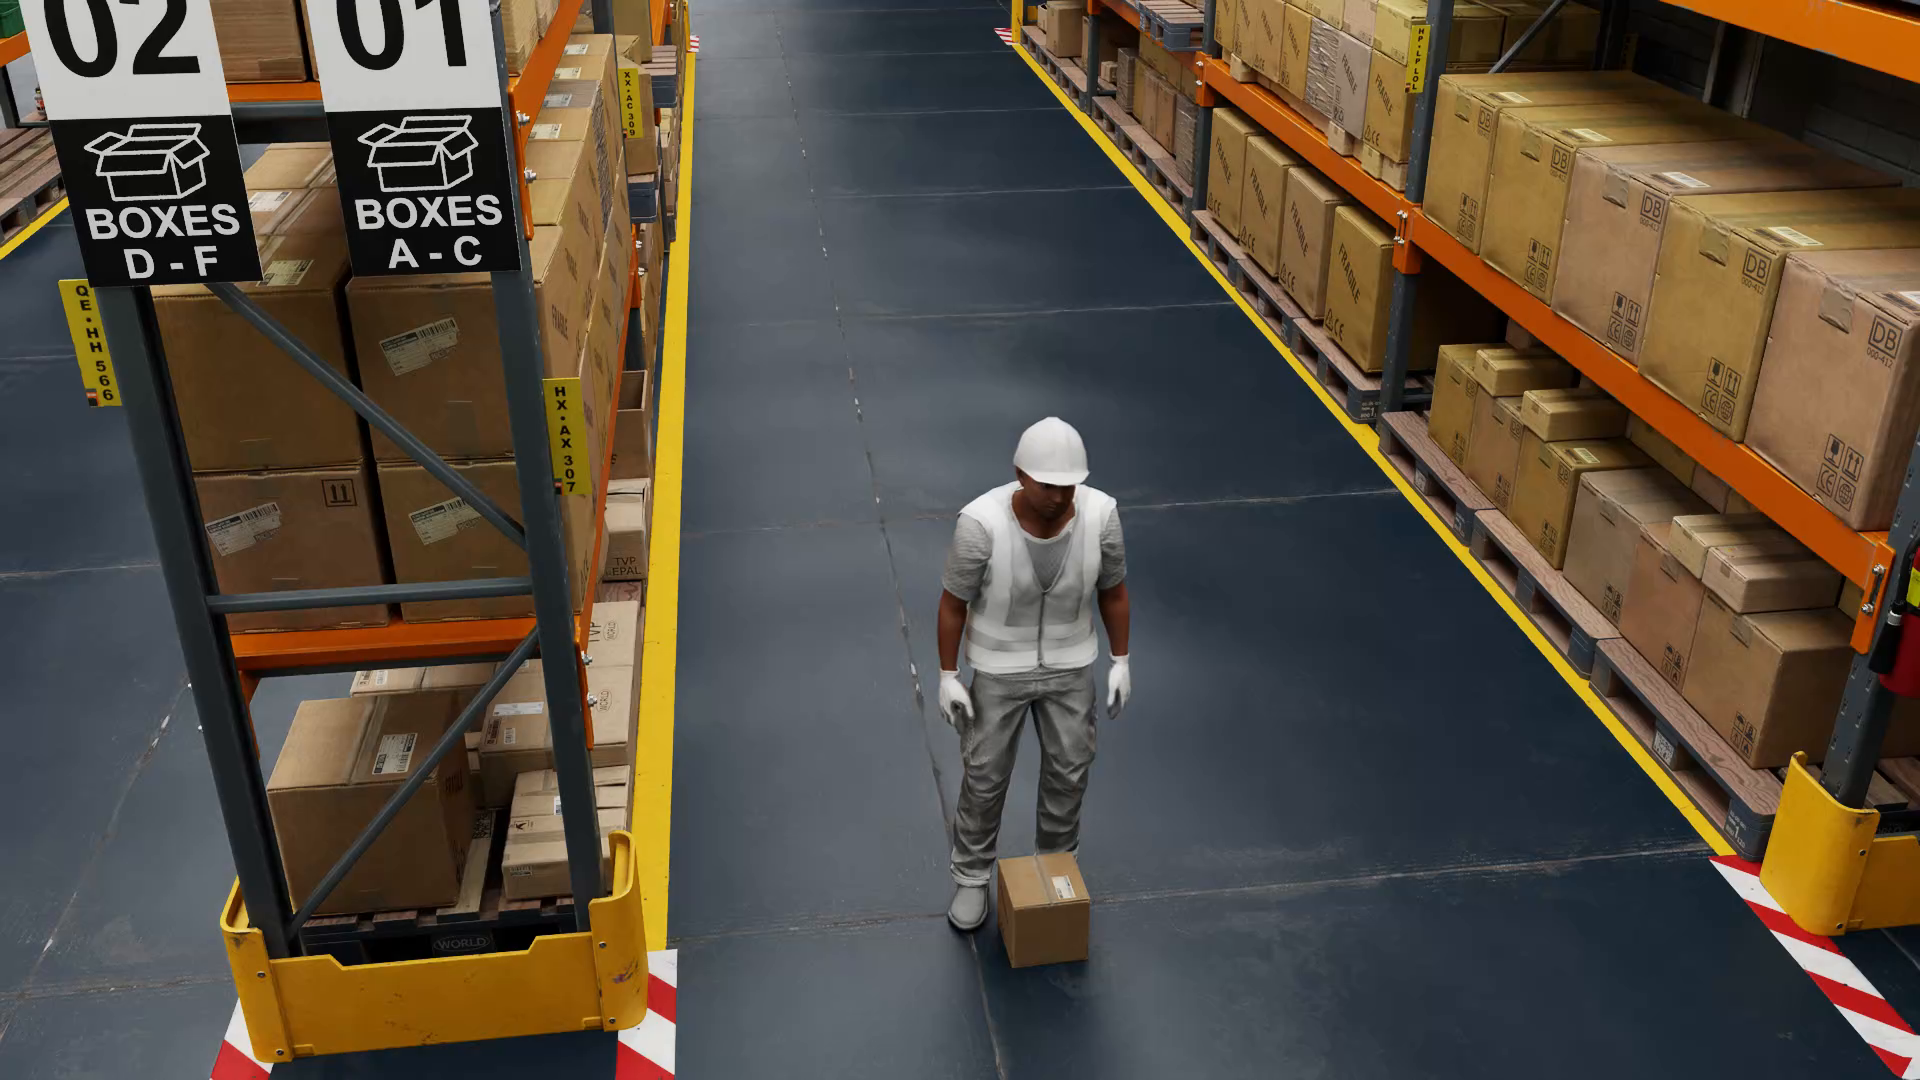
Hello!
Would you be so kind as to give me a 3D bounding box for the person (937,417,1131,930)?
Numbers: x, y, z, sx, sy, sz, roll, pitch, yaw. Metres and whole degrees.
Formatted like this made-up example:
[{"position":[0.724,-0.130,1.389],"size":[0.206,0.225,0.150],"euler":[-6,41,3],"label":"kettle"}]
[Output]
[{"position":[0.236,0.422,5.273],"size":[0.633,1.774,0.447],"euler":[-5,27,-9],"label":"person"}]
